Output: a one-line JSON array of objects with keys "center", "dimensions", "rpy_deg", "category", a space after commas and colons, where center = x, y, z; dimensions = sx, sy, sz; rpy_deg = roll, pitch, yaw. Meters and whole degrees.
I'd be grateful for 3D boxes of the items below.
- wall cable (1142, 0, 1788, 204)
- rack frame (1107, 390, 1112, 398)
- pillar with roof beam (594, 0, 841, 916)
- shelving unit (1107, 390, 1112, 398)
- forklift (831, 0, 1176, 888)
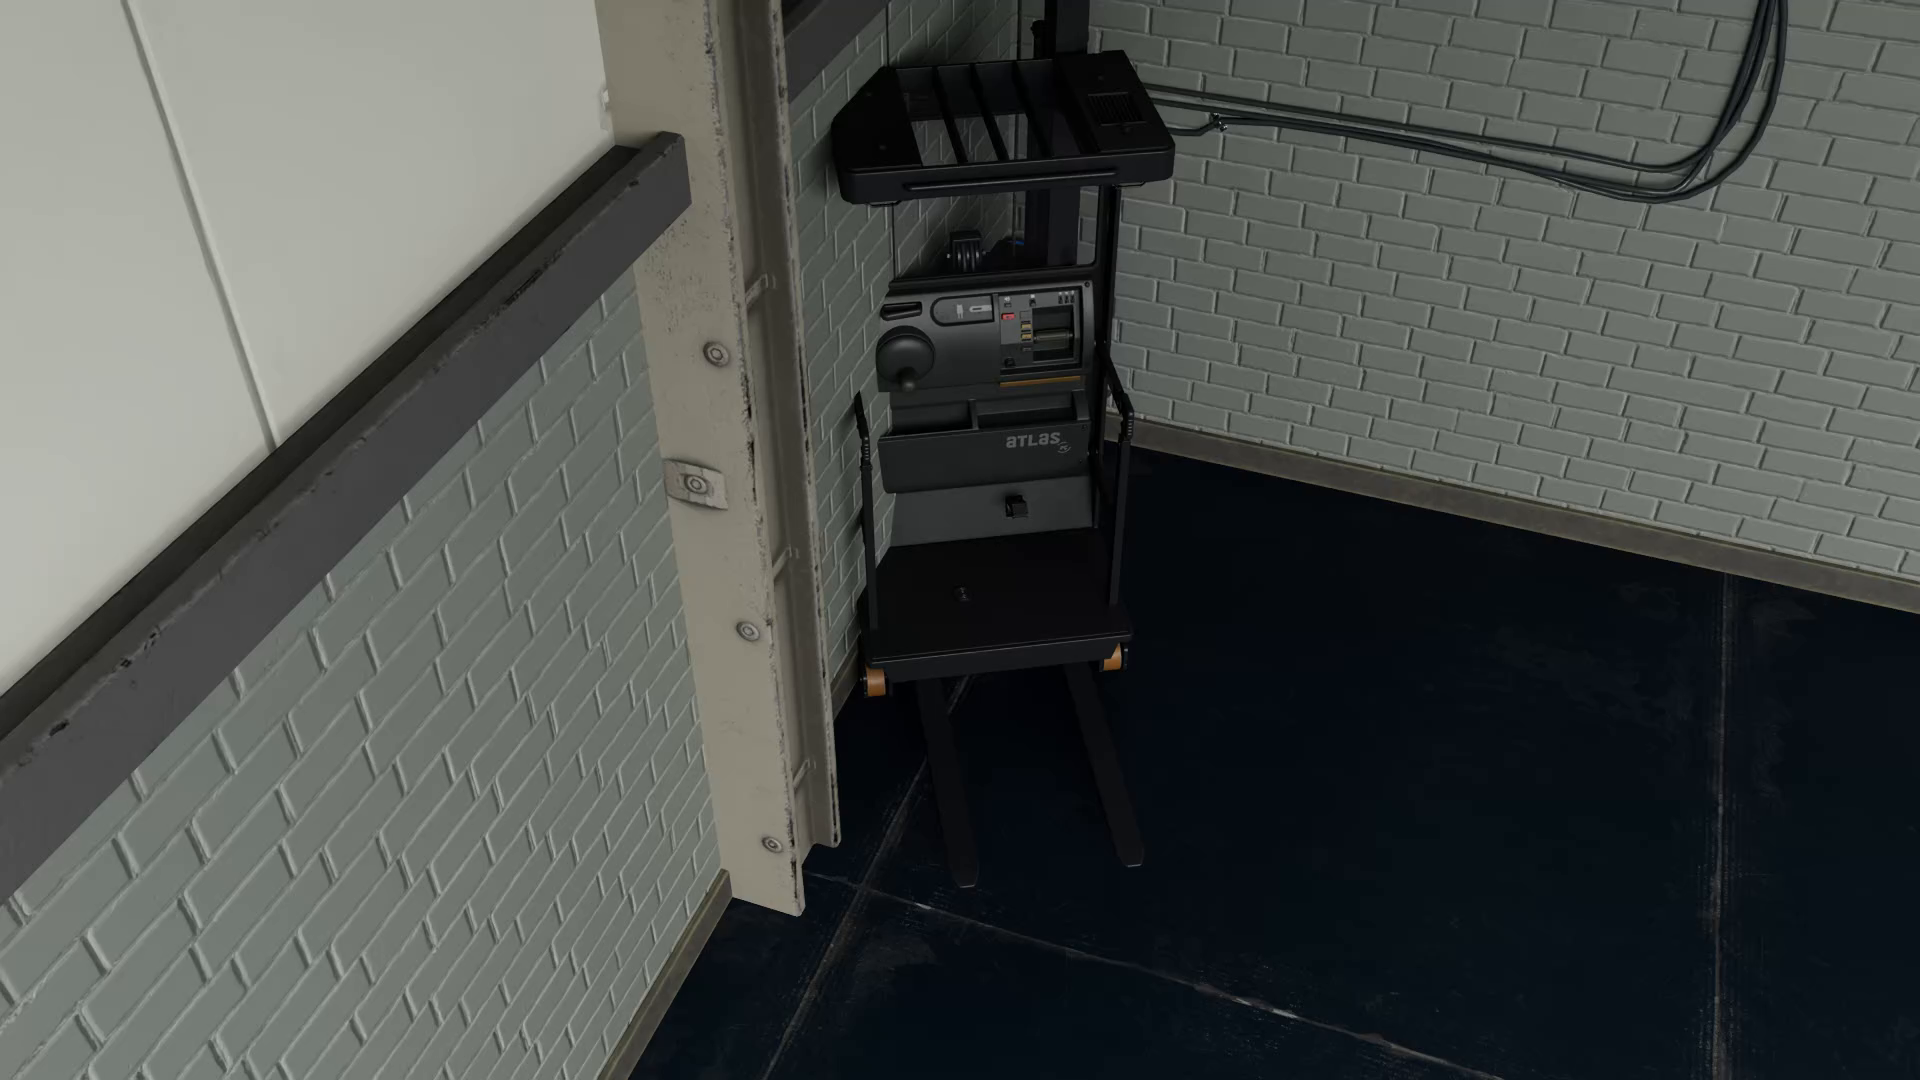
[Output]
[{"center": [1.586, -2.521, 6.118], "dimensions": [3.097, 2.526, 0.112], "rpy_deg": [13, 42, 15], "category": "wall cable"}, {"center": [0.590, -0.556, 8.230], "dimensions": [1.500, 0.400, 0.023], "rpy_deg": [-30, 66, -25], "category": "rack frame"}, {"center": [3.381, -1.243, 2.228], "dimensions": [9.100, 9.000, 0.400], "rpy_deg": [13, 42, 15], "category": "pillar with roof beam"}, {"center": [0.370, -0.816, 8.364], "dimensions": [1.500, 0.431, 0.755], "rpy_deg": [-30, 66, -25], "category": "shelving unit"}, {"center": [0.095, -0.714, 6.282], "dimensions": [1.130, 2.935, 3.031], "rpy_deg": [-6, 41, -7], "category": "forklift"}]
